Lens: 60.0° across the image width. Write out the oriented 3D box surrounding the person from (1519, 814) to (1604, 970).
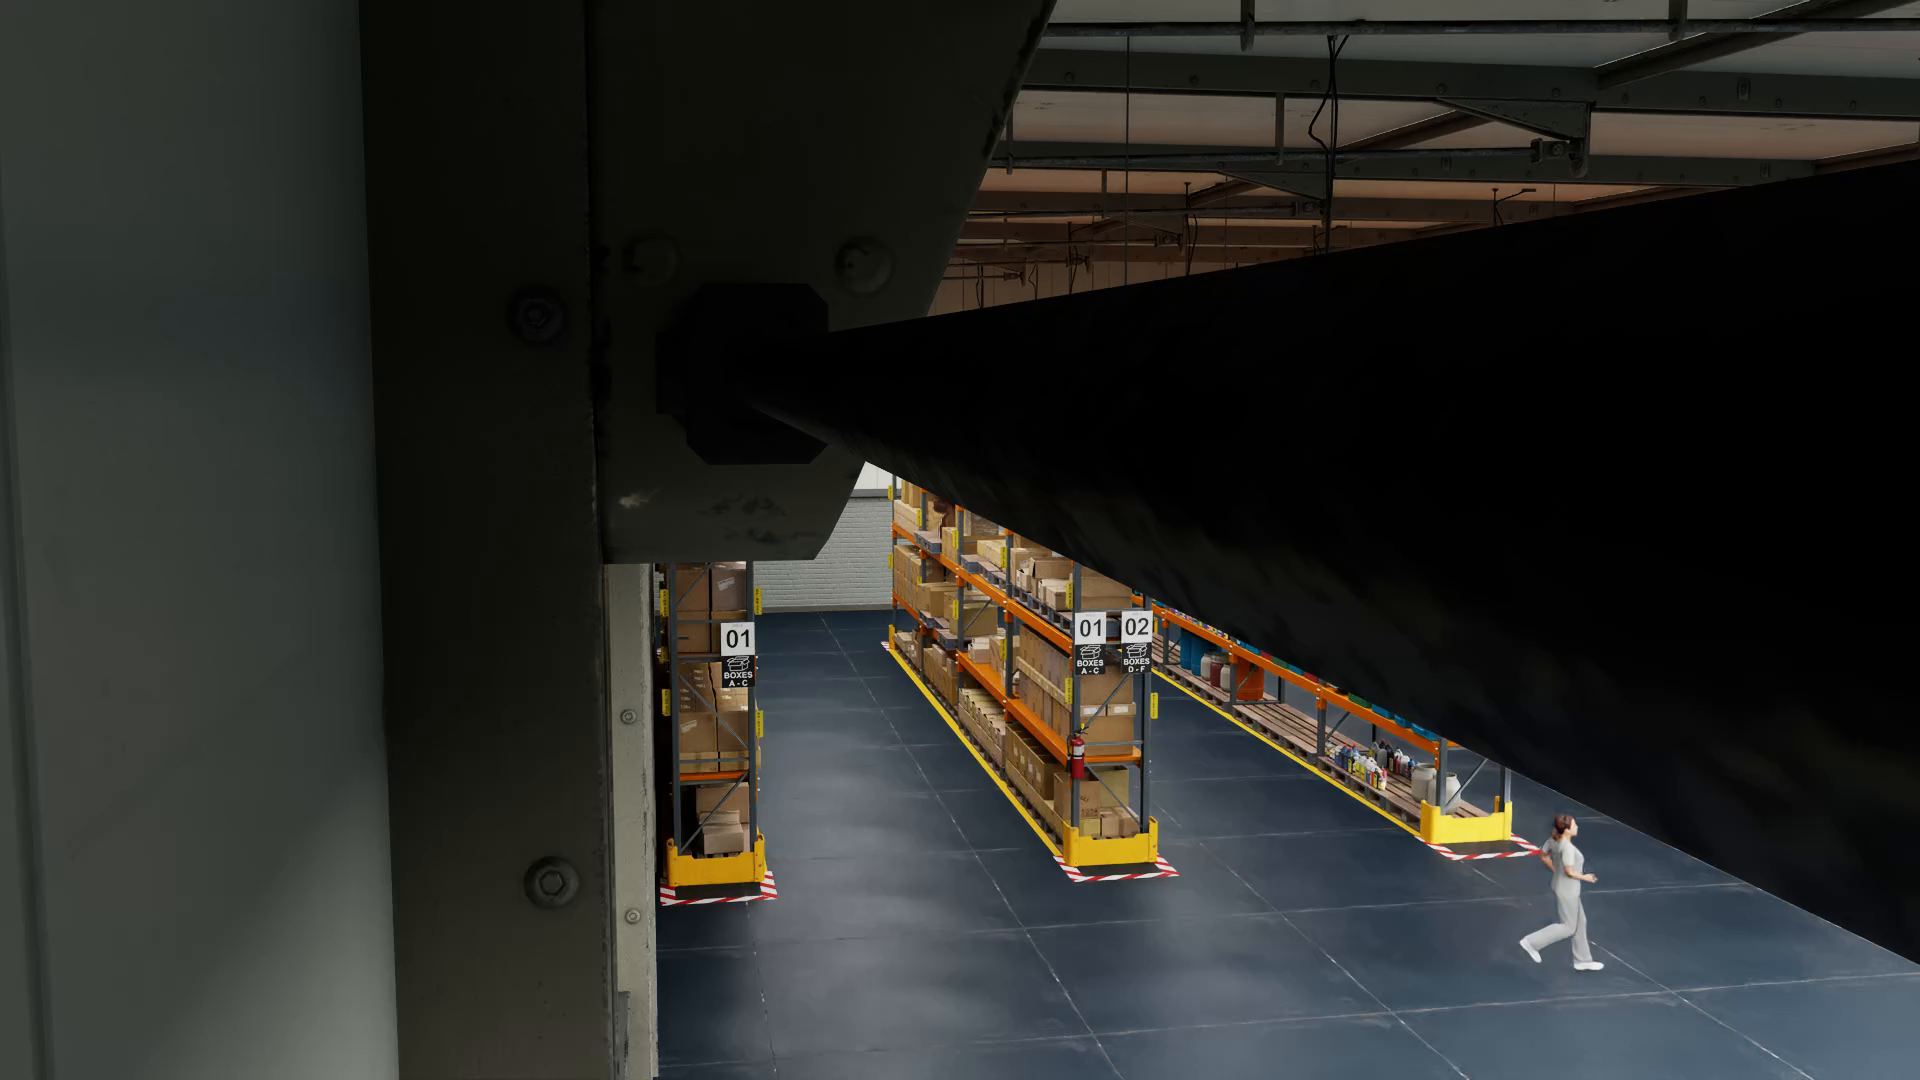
[{"bbox_3d":[6.236,3.635,17.188,0.880,1.644,0.578,0,6,2],"label":"person"}]
